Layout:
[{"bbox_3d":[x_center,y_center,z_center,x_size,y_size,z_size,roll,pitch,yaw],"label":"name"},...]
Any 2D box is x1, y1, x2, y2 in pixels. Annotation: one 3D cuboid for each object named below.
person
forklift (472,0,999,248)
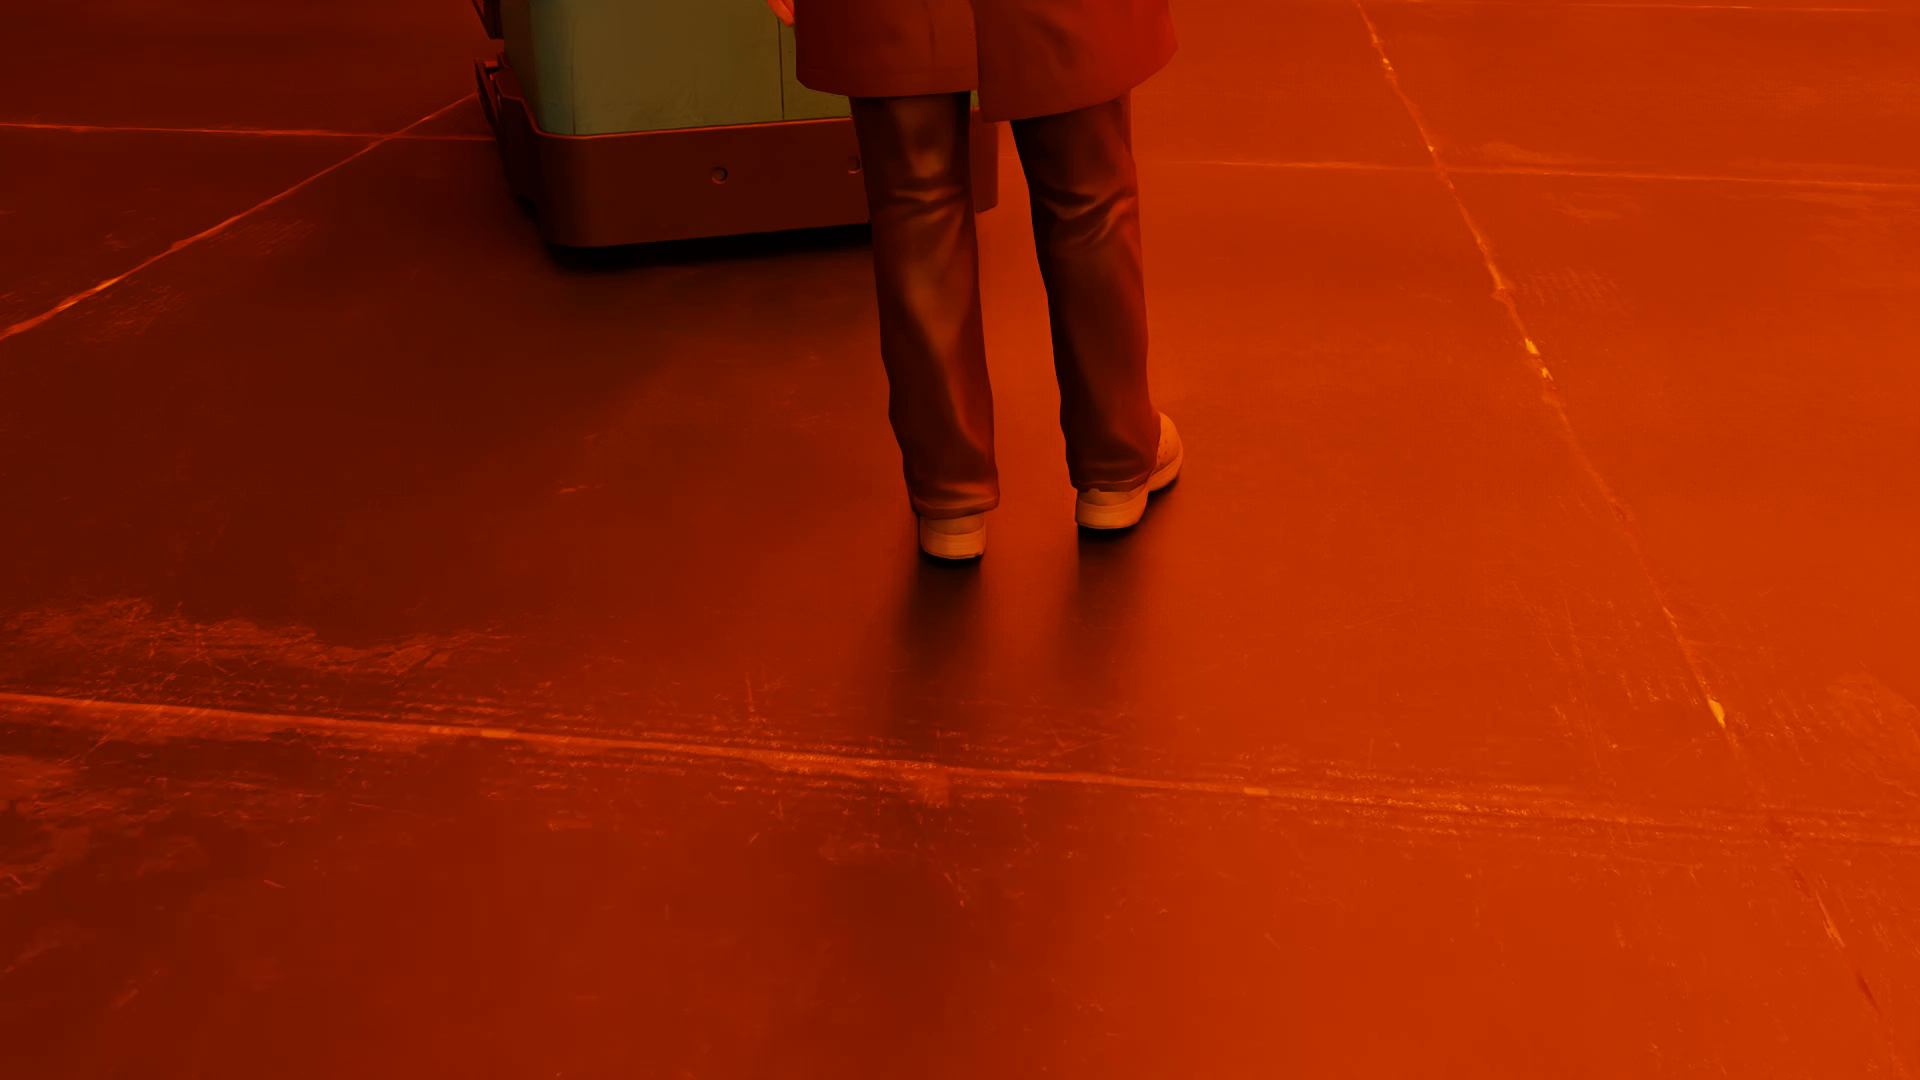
[{"bbox_3d":[0.016,-0.843,2.181,0.698,1.777,0.579,3,27,7],"label":"person"},{"bbox_3d":[-0.855,-2.584,4.396,1.130,2.935,3.031,-8,28,-16],"label":"forklift"}]
